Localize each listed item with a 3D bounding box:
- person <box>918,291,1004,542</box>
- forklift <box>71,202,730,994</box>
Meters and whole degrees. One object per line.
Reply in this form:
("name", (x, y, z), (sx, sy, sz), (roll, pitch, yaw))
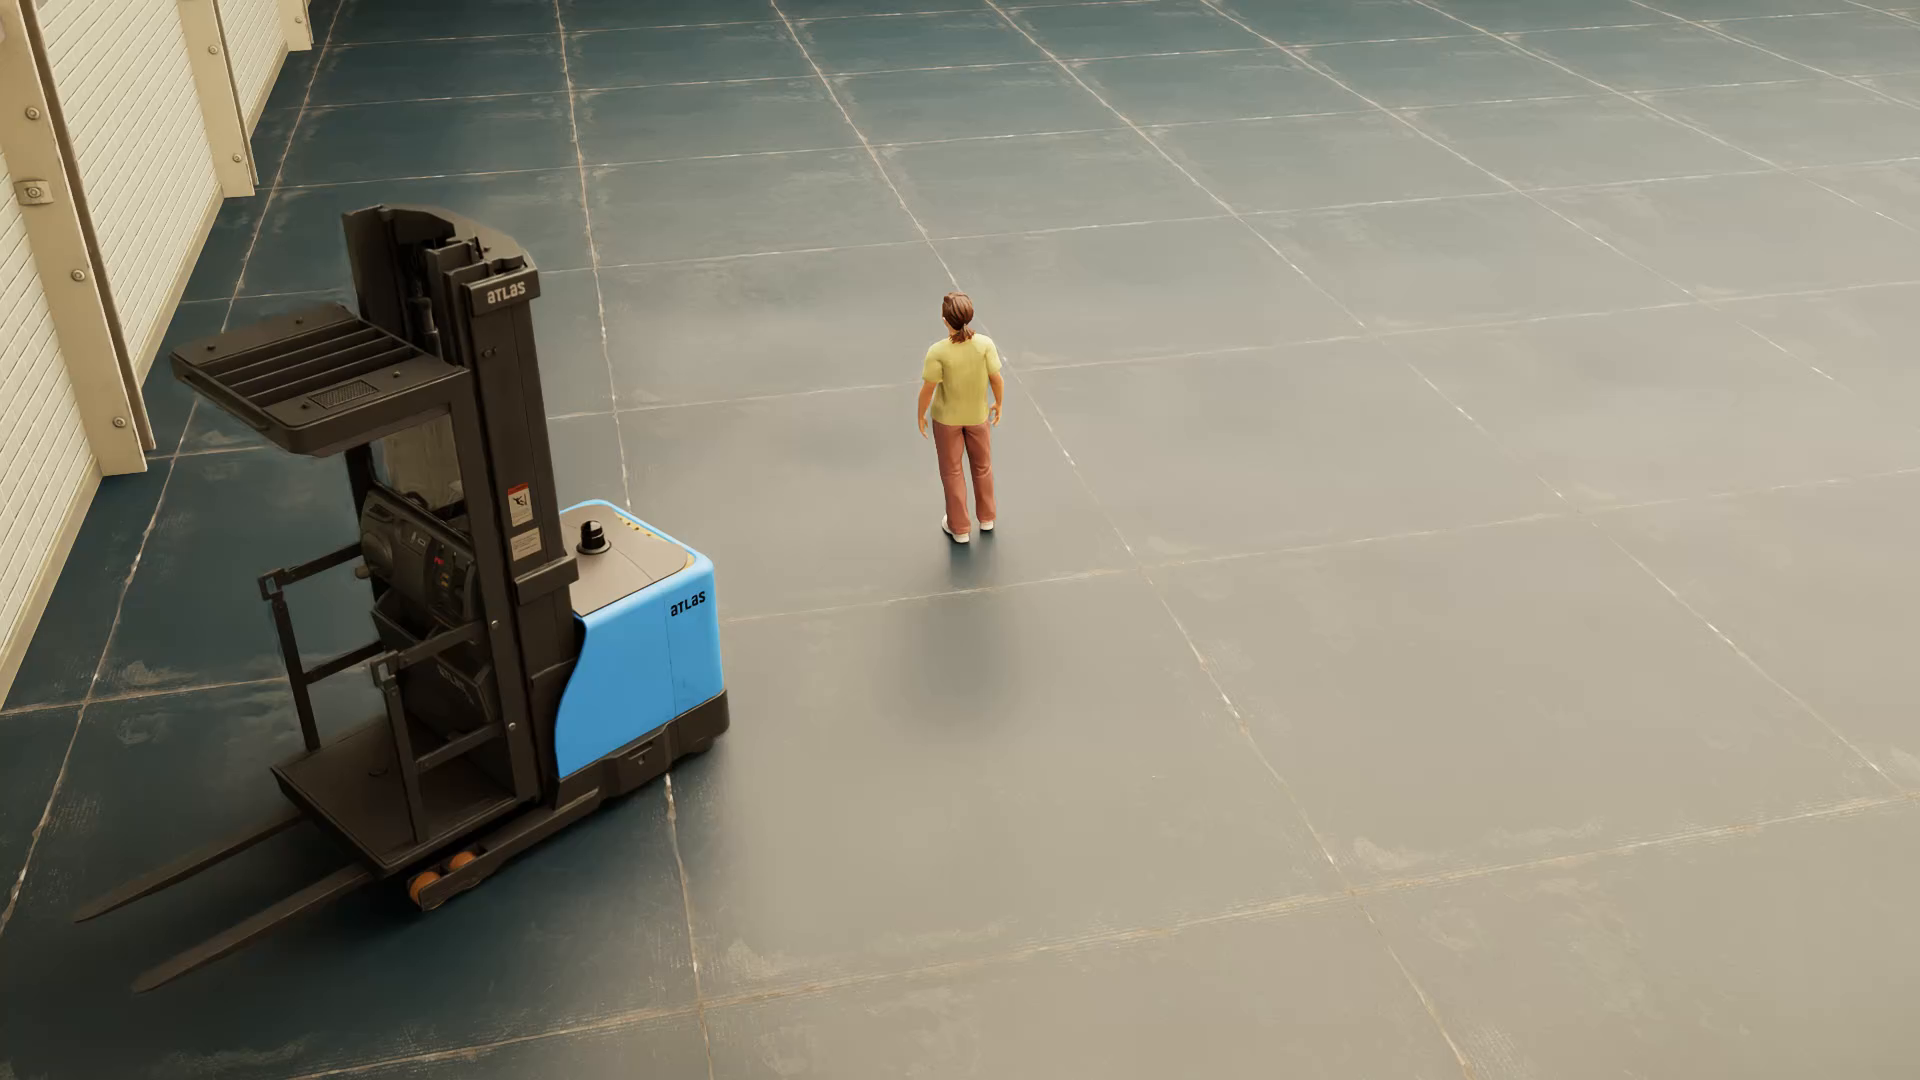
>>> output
("person", (-0.006, -0.769, 10.141), (0.553, 1.675, 0.549), (-7, 31, -12))
("forklift", (-2.584, 0.126, 7.357), (1.130, 2.935, 3.031), (26, 39, 37))
